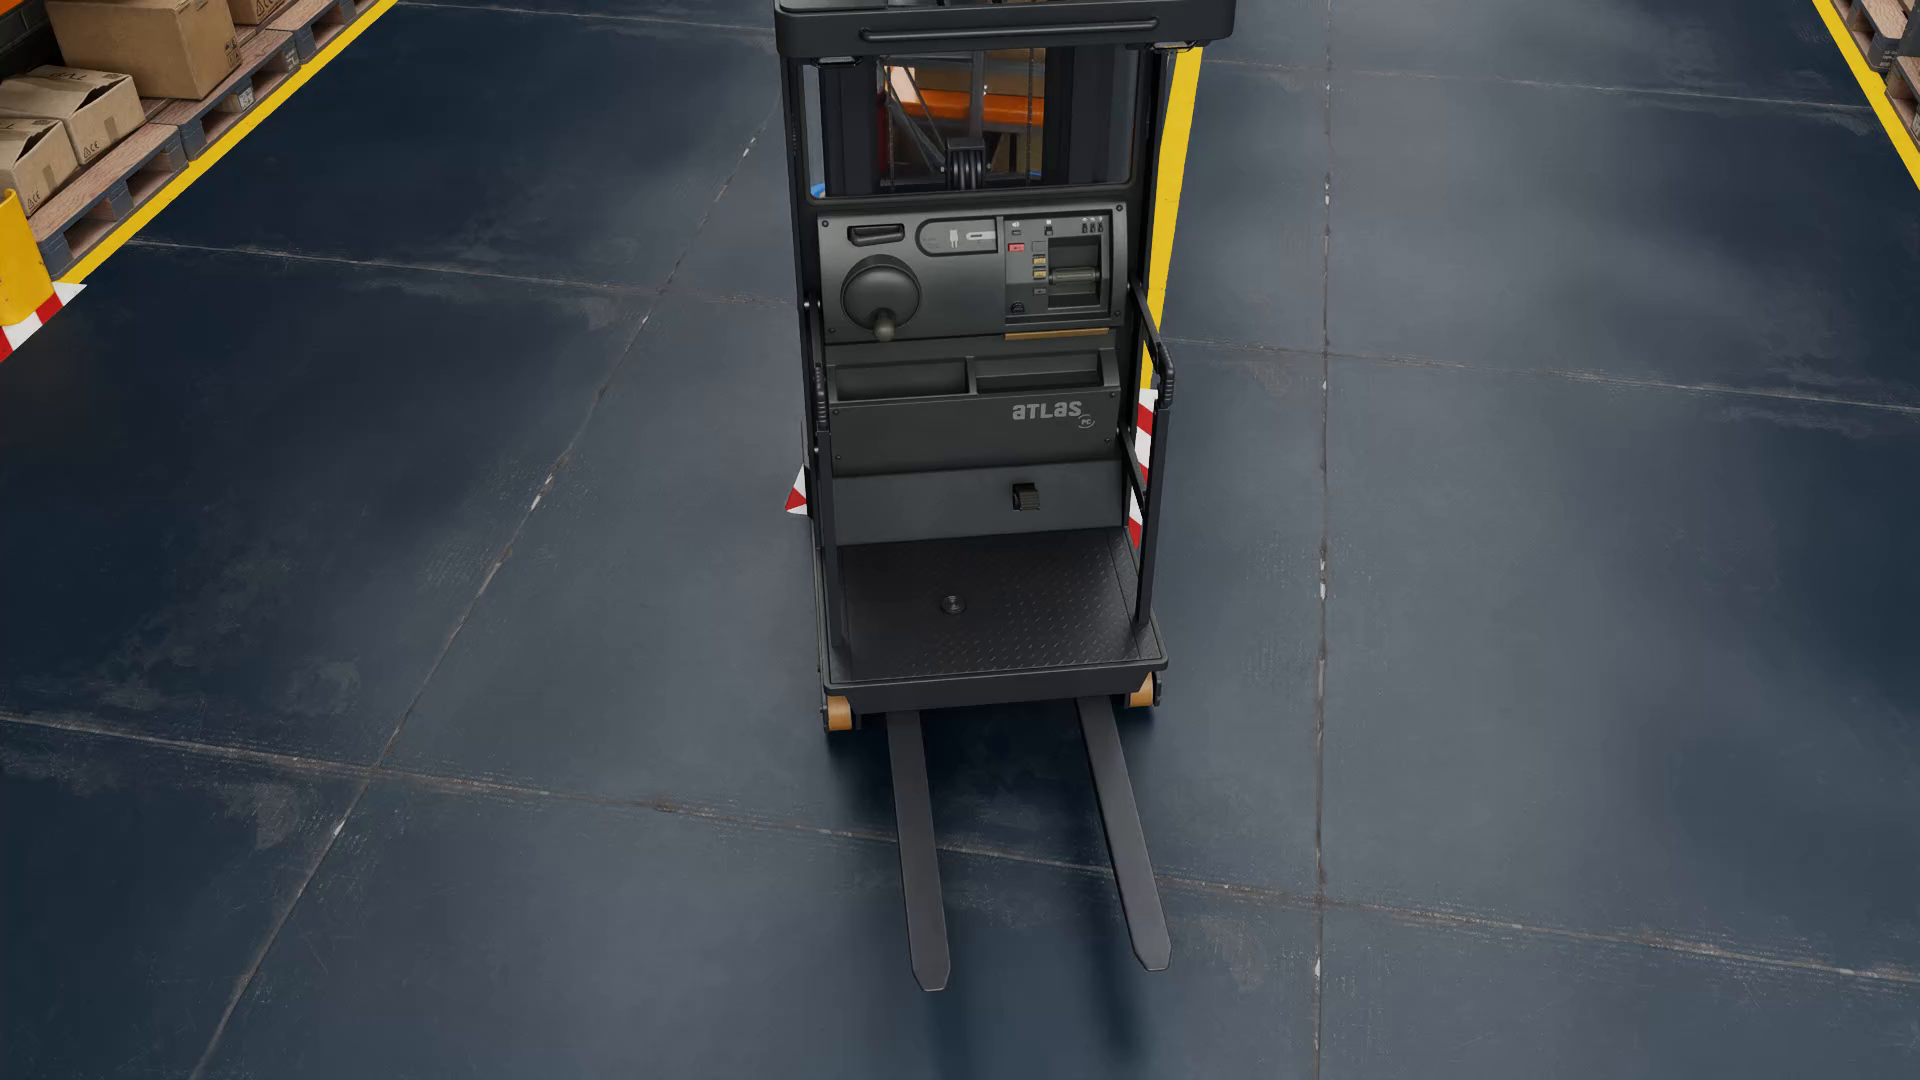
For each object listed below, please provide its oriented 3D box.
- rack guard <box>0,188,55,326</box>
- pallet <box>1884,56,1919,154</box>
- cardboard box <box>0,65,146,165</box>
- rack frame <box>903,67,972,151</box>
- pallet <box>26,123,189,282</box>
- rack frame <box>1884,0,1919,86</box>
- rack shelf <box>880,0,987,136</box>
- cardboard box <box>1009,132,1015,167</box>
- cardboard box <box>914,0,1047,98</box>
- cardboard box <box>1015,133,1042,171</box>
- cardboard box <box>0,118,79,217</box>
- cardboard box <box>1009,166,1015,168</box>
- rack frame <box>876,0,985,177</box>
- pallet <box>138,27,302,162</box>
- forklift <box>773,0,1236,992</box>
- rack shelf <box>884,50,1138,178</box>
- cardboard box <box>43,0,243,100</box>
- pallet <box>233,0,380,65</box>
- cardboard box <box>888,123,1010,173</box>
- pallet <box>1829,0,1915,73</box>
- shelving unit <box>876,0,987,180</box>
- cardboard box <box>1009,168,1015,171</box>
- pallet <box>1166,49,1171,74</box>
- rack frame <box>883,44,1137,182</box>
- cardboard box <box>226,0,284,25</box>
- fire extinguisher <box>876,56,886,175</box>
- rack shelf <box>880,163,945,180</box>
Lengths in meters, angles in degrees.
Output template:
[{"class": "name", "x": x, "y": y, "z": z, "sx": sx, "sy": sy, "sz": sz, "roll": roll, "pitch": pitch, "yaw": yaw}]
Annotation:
[{"class": "rack guard", "x": -4.745, "y": -1.311, "z": 7.443, "sx": 1.175, "sy": 0.500, "sz": 0.348, "roll": 6, "pitch": 40, "yaw": 8}, {"class": "pallet", "x": 5.535, "y": -2.153, "z": 8.688, "sx": 1.003, "sy": 0.211, "sz": 1.213, "roll": 6, "pitch": 40, "yaw": 8}, {"class": "cardboard box", "x": -4.451, "y": -2.142, "z": 8.251, "sx": 0.500, "sy": 0.311, "sz": 0.500, "roll": 10, "pitch": 41, "yaw": 11}, {"class": "rack frame", "x": -0.140, "y": -1.238, "z": 6.350, "sx": 0.400, "sy": 2.100, "sz": 0.015, "roll": 1, "pitch": 32, "yaw": -1}, {"class": "pallet", "x": -4.569, "y": -1.705, "z": 8.147, "sx": 1.003, "sy": 0.211, "sz": 1.213, "roll": 6, "pitch": 40, "yaw": 8}, {"class": "rack frame", "x": 5.692, "y": -3.644, "z": 8.304, "sx": 1.000, "sy": 3.000, "sz": 0.127, "roll": 6, "pitch": 40, "yaw": 8}, {"class": "rack shelf", "x": -0.124, "y": -1.690, "z": 5.779, "sx": 0.431, "sy": 0.518, "sz": 0.480, "roll": 1, "pitch": 32, "yaw": -1}, {"class": "cardboard box", "x": 0.080, "y": -2.072, "z": 7.642, "sx": 0.500, "sy": 0.500, "sz": 0.500, "roll": 6, "pitch": 40, "yaw": 8}, {"class": "cardboard box", "x": 0.215, "y": -2.012, "z": 6.252, "sx": 0.700, "sy": 0.500, "sz": 0.500, "roll": 6, "pitch": 40, "yaw": 8}, {"class": "cardboard box", "x": 0.518, "y": -1.700, "z": 7.191, "sx": 0.500, "sy": 0.500, "sz": 0.500, "roll": 6, "pitch": 40, "yaw": 8}, {"class": "cardboard box", "x": -4.550, "y": -1.784, "z": 7.818, "sx": 0.500, "sy": 0.311, "sz": 0.500, "roll": 2, "pitch": 40, "yaw": 3}, {"class": "cardboard box", "x": 0.083, "y": -1.783, "z": 7.881, "sx": 0.500, "sy": 0.250, "sz": 0.500, "roll": 6, "pitch": 40, "yaw": 8}, {"class": "rack frame", "x": -0.137, "y": -0.979, "z": 5.936, "sx": 0.400, "sy": 2.100, "sz": 0.015, "roll": 1, "pitch": 32, "yaw": -1}, {"class": "pallet", "x": -4.356, "y": -2.469, "z": 9.070, "sx": 1.003, "sy": 0.211, "sz": 1.213, "roll": 6, "pitch": 40, "yaw": 8}, {"class": "forklift", "x": 0.068, "y": -0.734, "z": 4.838, "sx": 1.130, "sy": 2.935, "sz": 3.031, "roll": -4, "pitch": 40, "yaw": -5}, {"class": "rack shelf", "x": 0.468, "y": -2.660, "z": 7.678, "sx": 1.077, "sy": 0.370, "sz": 4.000, "roll": 6, "pitch": 40, "yaw": 8}, {"class": "cardboard box", "x": -4.275, "y": -2.669, "z": 8.741, "sx": 0.700, "sy": 0.500, "sz": 0.500, "roll": 4, "pitch": 40, "yaw": 5}, {"class": "pallet", "x": -4.147, "y": -3.237, "z": 9.999, "sx": 1.003, "sy": 0.211, "sz": 1.213, "roll": 6, "pitch": 40, "yaw": 8}, {"class": "cardboard box", "x": -0.079, "y": -1.443, "z": 6.881, "sx": 0.500, "sy": 0.500, "sz": 0.500, "roll": 6, "pitch": 40, "yaw": 8}, {"class": "pallet", "x": 5.790, "y": -3.067, "z": 9.793, "sx": 1.003, "sy": 0.211, "sz": 1.213, "roll": 6, "pitch": 40, "yaw": 8}, {"class": "shelving unit", "x": -0.138, "y": -1.108, "z": 6.143, "sx": 0.431, "sy": 2.100, "sz": 0.503, "roll": 1, "pitch": 32, "yaw": -1}, {"class": "cardboard box", "x": -0.002, "y": -1.469, "z": 7.501, "sx": 0.500, "sy": 0.250, "sz": 0.500, "roll": 6, "pitch": 40, "yaw": 8}, {"class": "pallet", "x": 0.635, "y": -2.624, "z": 9.258, "sx": 1.003, "sy": 0.211, "sz": 1.213, "roll": 6, "pitch": 40, "yaw": 8}, {"class": "rack frame", "x": 0.122, "y": -1.682, "z": 5.931, "sx": 1.000, "sy": 3.000, "sz": 0.127, "roll": 6, "pitch": 40, "yaw": 8}, {"class": "cardboard box", "x": -4.206, "y": -3.287, "z": 9.488, "sx": 0.500, "sy": 0.500, "sz": 0.500, "roll": 4, "pitch": 40, "yaw": 4}, {"class": "fire extinguisher", "x": -0.356, "y": -1.630, "z": 5.928, "sx": 0.296, "sy": 0.674, "sz": 0.183, "roll": 6, "pitch": 40, "yaw": 8}, {"class": "rack shelf", "x": -0.139, "y": -1.097, "z": 6.150, "sx": 0.431, "sy": 0.518, "sz": 0.480, "roll": 1, "pitch": 32, "yaw": -1}]
